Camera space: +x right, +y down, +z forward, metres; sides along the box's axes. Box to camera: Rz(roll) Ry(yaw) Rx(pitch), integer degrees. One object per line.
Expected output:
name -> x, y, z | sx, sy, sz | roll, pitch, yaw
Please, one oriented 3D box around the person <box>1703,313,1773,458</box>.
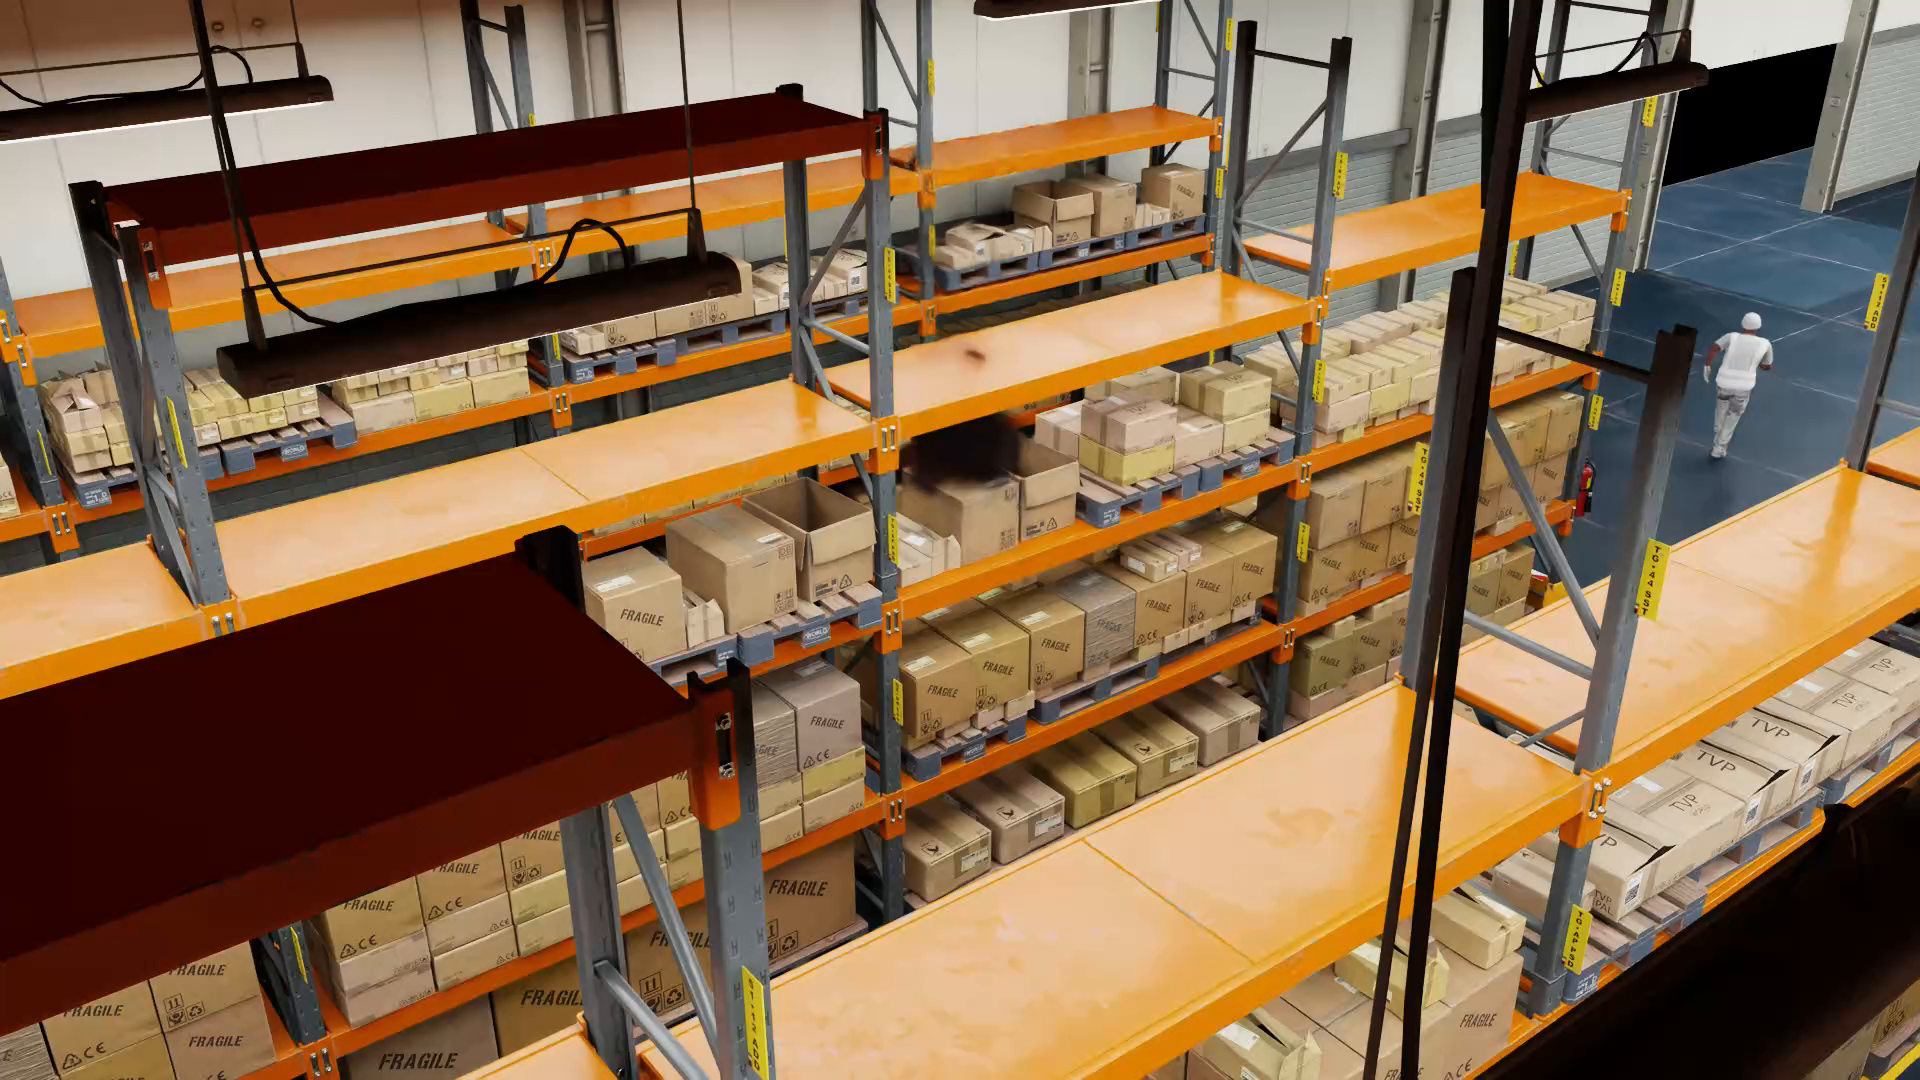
person -> 9.272, -1.882, 19.919 | 0.722, 1.729, 0.794 | 12, 29, 24
